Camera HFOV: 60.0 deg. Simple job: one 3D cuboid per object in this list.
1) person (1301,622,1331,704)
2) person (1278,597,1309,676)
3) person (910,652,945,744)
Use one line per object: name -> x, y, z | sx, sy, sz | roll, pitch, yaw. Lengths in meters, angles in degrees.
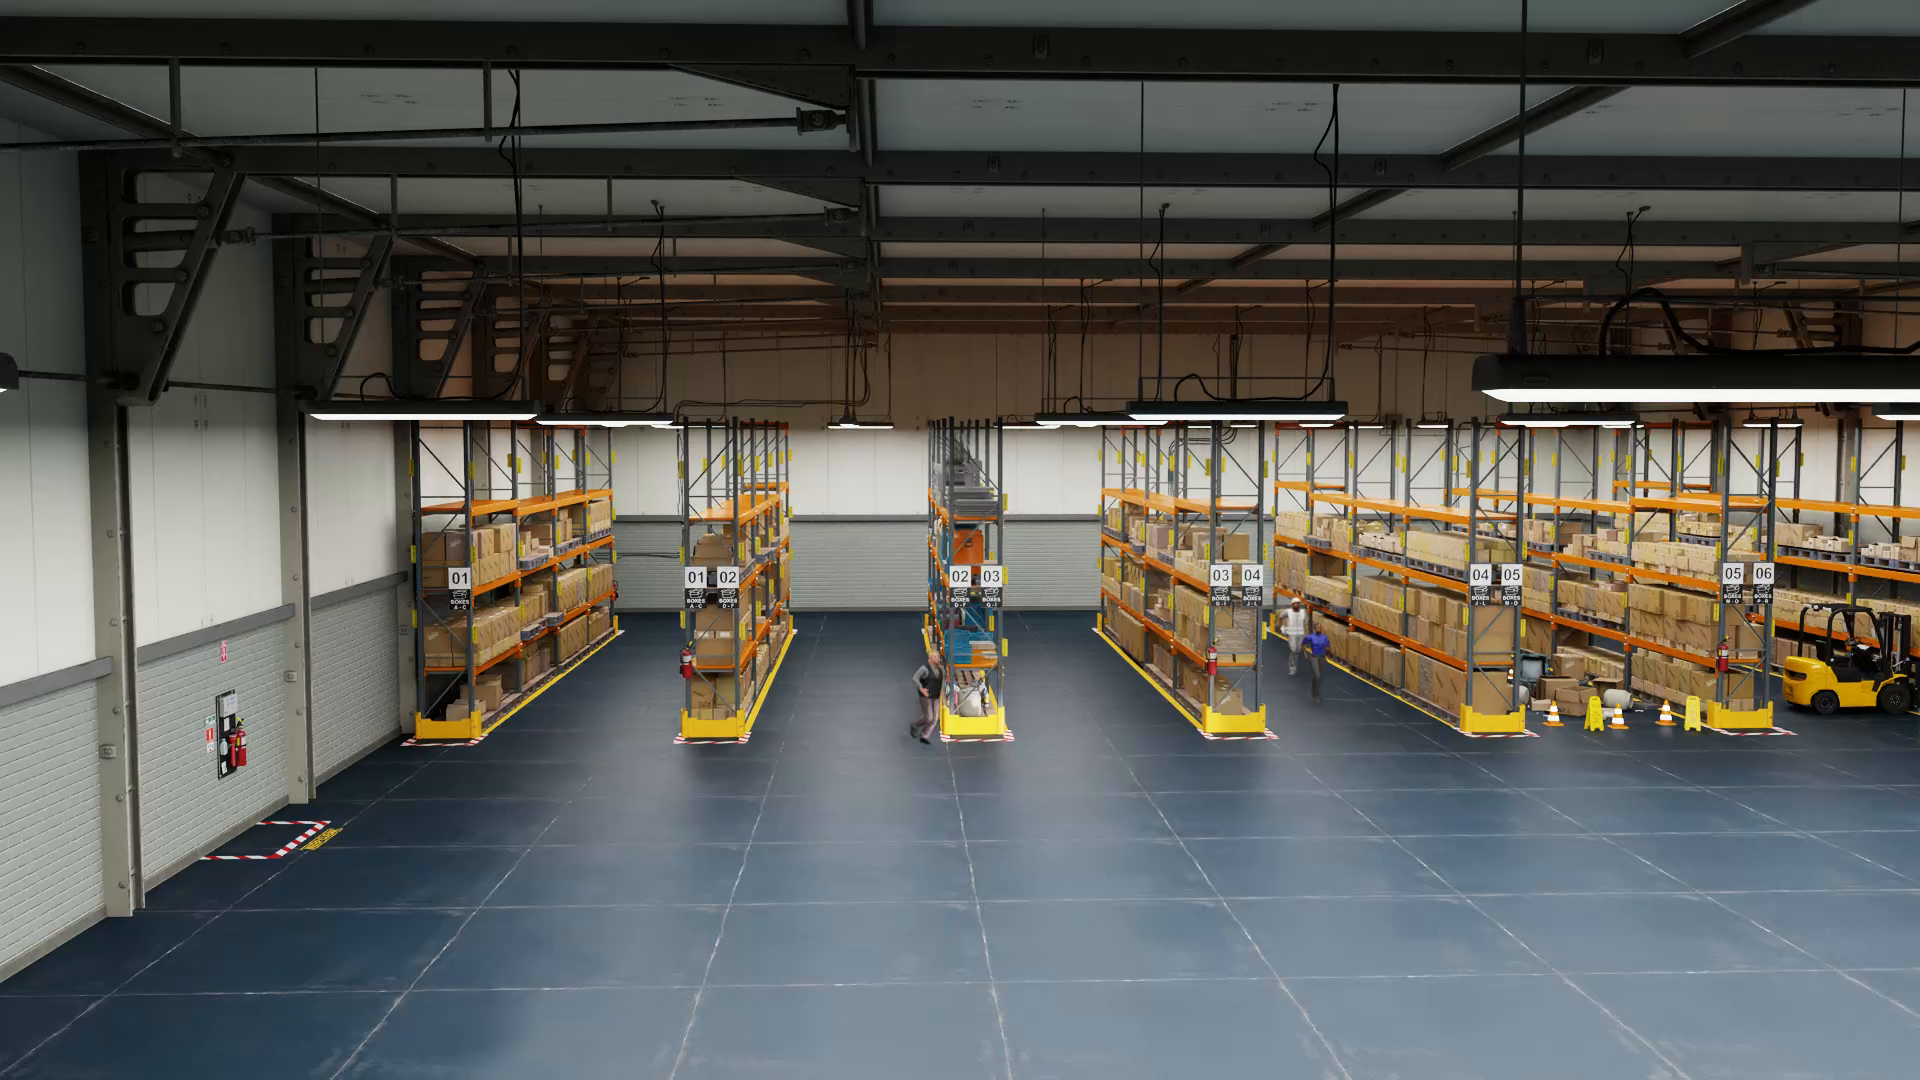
person -> 7.572, 2.602, 35.256 | 0.548, 1.722, 0.760 | -1, 4, -14
person -> 7.917, 2.273, 39.252 | 0.670, 1.843, 0.760 | -1, 4, -10
person -> -0.559, 2.898, 30.621 | 0.668, 1.676, 0.553 | -3, 5, -39
